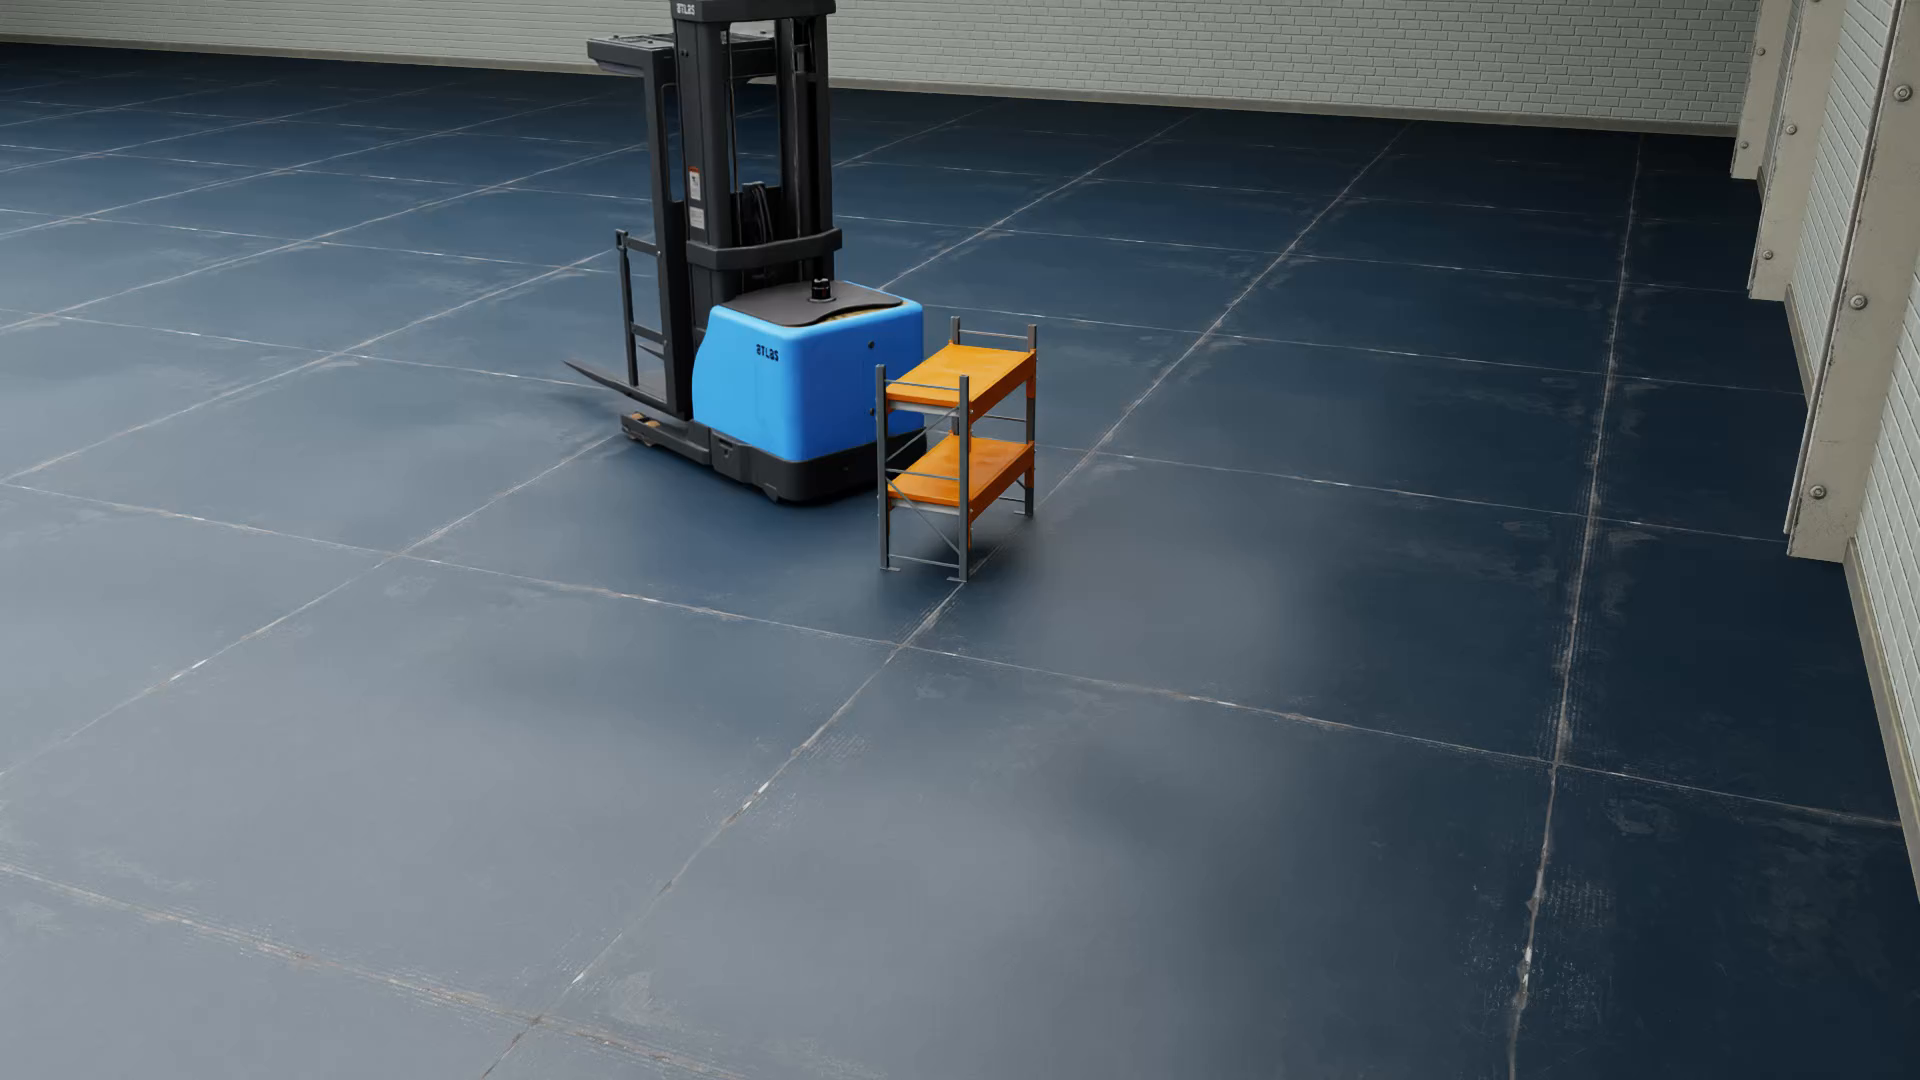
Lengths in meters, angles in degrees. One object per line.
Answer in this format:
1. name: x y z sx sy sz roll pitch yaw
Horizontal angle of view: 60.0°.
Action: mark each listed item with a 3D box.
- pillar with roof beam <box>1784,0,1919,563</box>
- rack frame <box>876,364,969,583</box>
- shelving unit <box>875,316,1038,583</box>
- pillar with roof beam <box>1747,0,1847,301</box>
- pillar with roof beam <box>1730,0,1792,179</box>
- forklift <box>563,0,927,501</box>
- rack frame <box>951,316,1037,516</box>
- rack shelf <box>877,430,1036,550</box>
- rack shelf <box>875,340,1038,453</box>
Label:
1. pillar with roof beam: 0.723 -4.733 8.906 9.100 9.000 0.400 9 24 20
2. rack frame: -0.191 -0.335 8.592 0.500 1.125 0.032 9 24 20
3. shelving unit: -0.003 -0.517 9.027 0.538 1.125 1.048 9 24 20
4. pillar with roof beam: 2.952 -6.880 14.046 9.100 9.000 0.400 9 24 20
5. pillar with roof beam: 5.180 -9.027 19.187 9.100 9.000 0.400 9 24 20
6. forklift: -1.551 -2.065 10.392 1.130 2.935 3.031 -19 29 -38
7. rack frame: 0.186 -0.699 9.463 0.500 1.125 0.032 9 24 20
8. rack shelf: -0.003 -0.291 9.122 0.538 0.278 1.000 9 24 20
9. rack shelf: -0.003 -0.787 8.915 0.538 0.278 1.000 9 24 20
